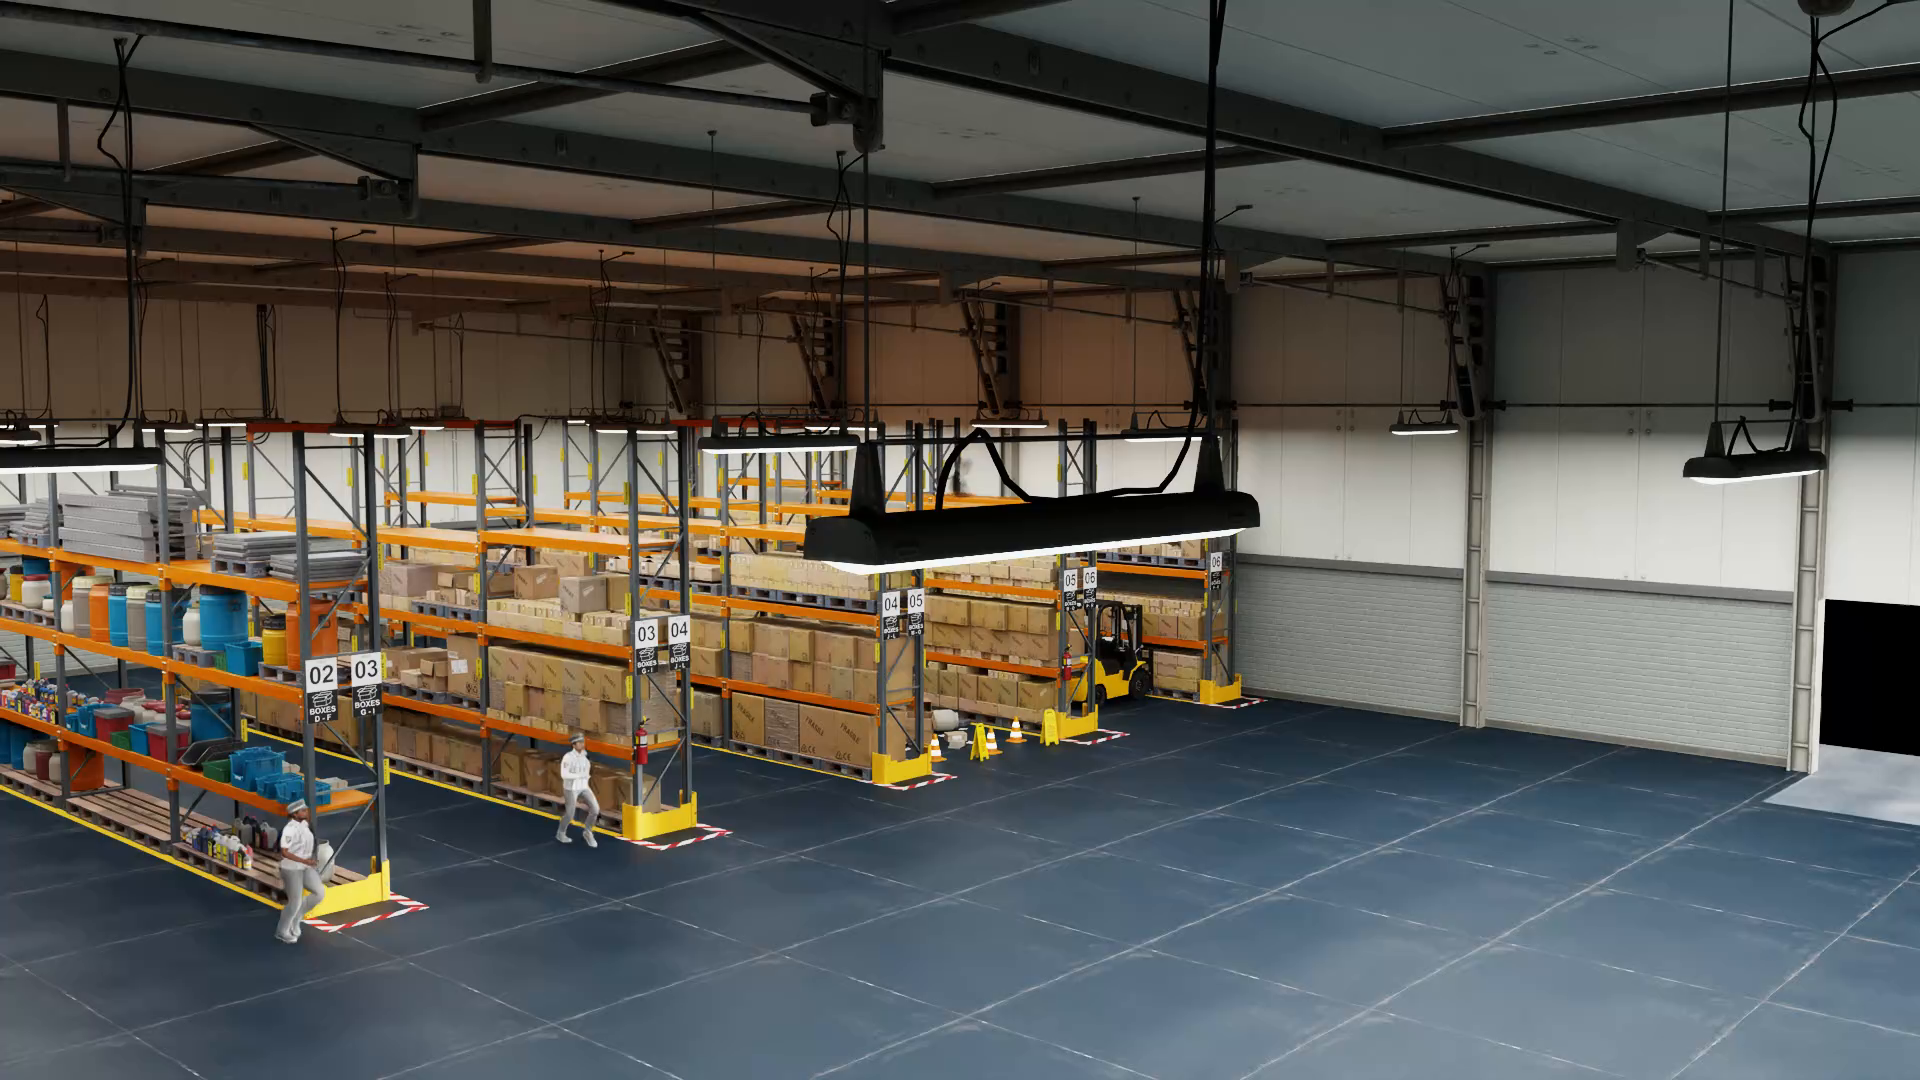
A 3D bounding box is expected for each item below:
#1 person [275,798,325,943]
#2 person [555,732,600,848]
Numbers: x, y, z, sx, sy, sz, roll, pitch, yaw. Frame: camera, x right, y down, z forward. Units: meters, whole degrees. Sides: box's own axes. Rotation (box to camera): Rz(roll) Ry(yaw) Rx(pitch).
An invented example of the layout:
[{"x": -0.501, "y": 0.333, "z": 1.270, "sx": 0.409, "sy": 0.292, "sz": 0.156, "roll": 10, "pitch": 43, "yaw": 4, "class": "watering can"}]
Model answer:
[{"x": -7.811, "y": 3.888, "z": 19.721, "sx": 0.545, "sy": 1.666, "sz": 0.596, "roll": 1, "pitch": 5, "yaw": 8, "class": "person"}, {"x": -5.476, "y": 3.564, "z": 23.726, "sx": 0.773, "sy": 1.700, "sz": 0.633, "roll": 3, "pitch": 6, "yaw": 36, "class": "person"}]
